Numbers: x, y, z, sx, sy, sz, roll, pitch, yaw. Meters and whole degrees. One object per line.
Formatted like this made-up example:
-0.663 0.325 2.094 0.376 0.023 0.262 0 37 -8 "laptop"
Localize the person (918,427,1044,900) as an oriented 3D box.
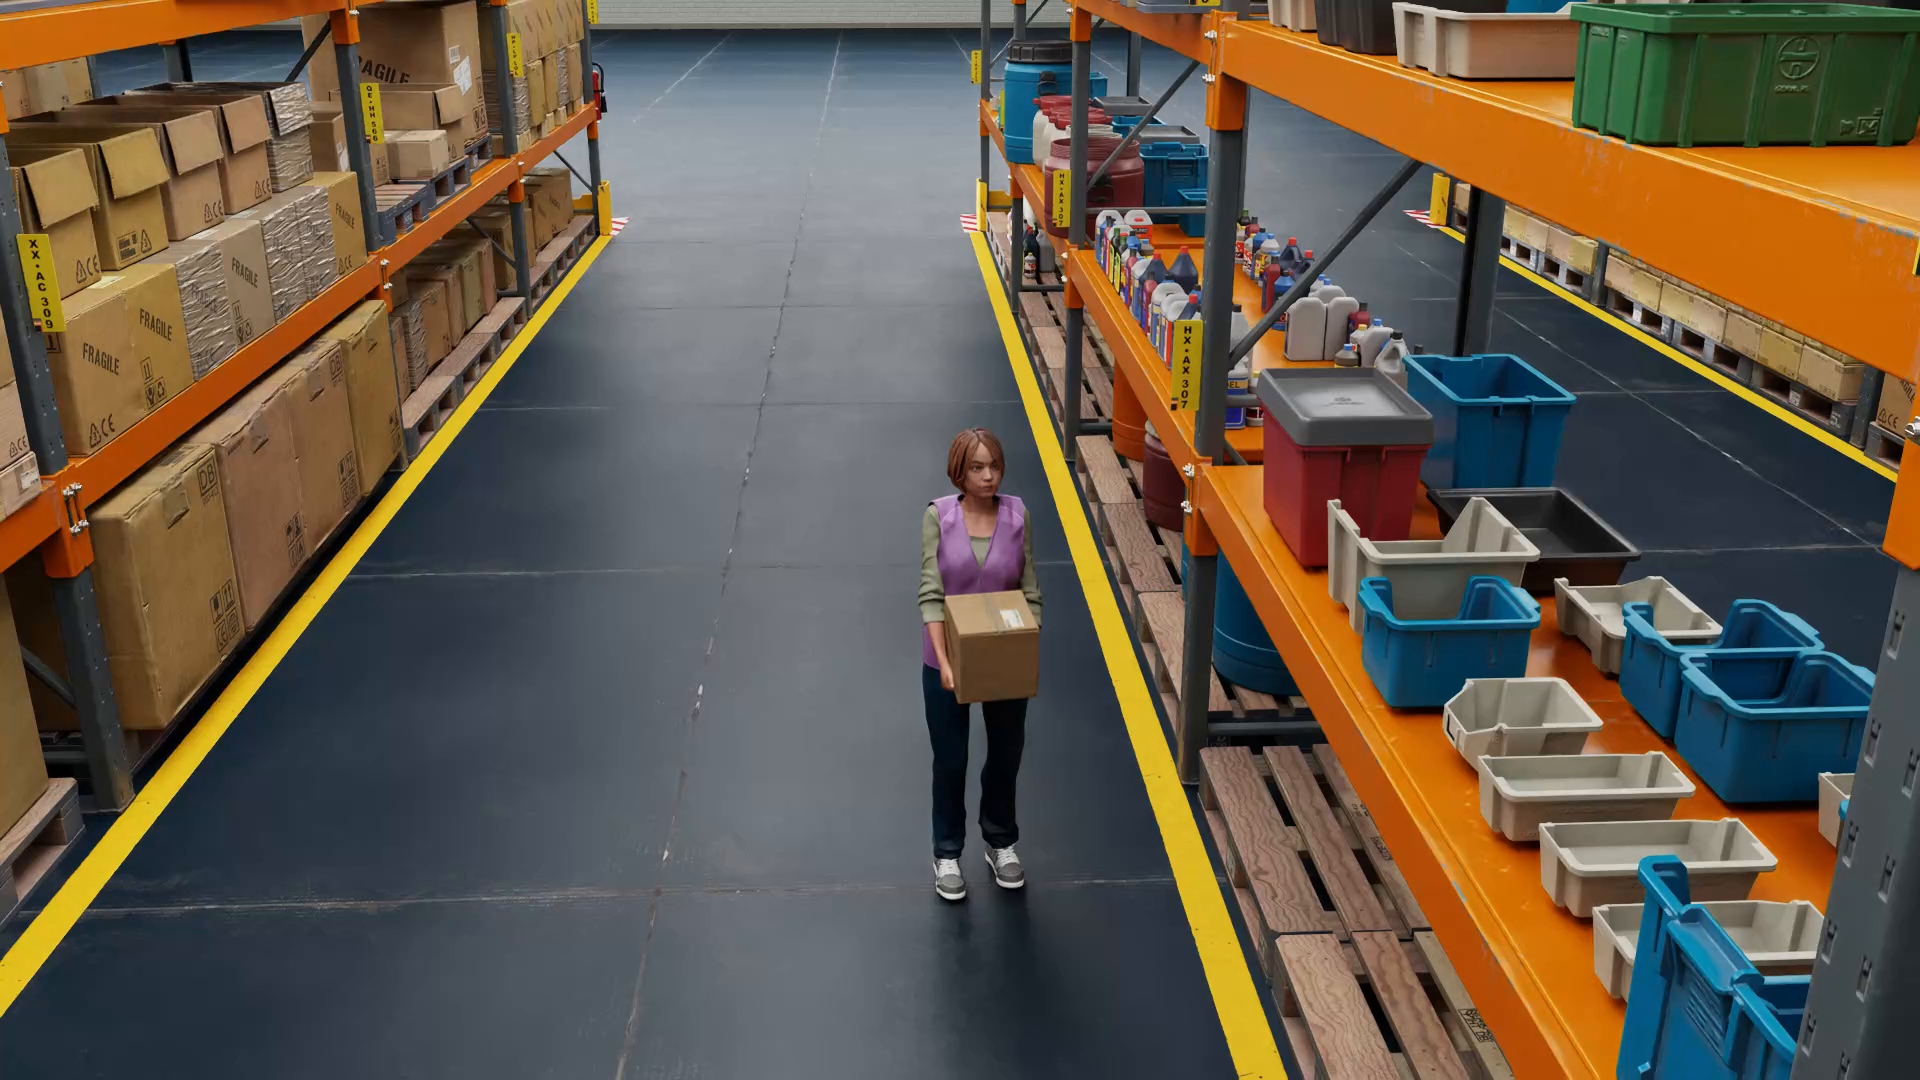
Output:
0.070 0.443 5.446 0.408 1.576 0.495 -4 21 -10 "person"
